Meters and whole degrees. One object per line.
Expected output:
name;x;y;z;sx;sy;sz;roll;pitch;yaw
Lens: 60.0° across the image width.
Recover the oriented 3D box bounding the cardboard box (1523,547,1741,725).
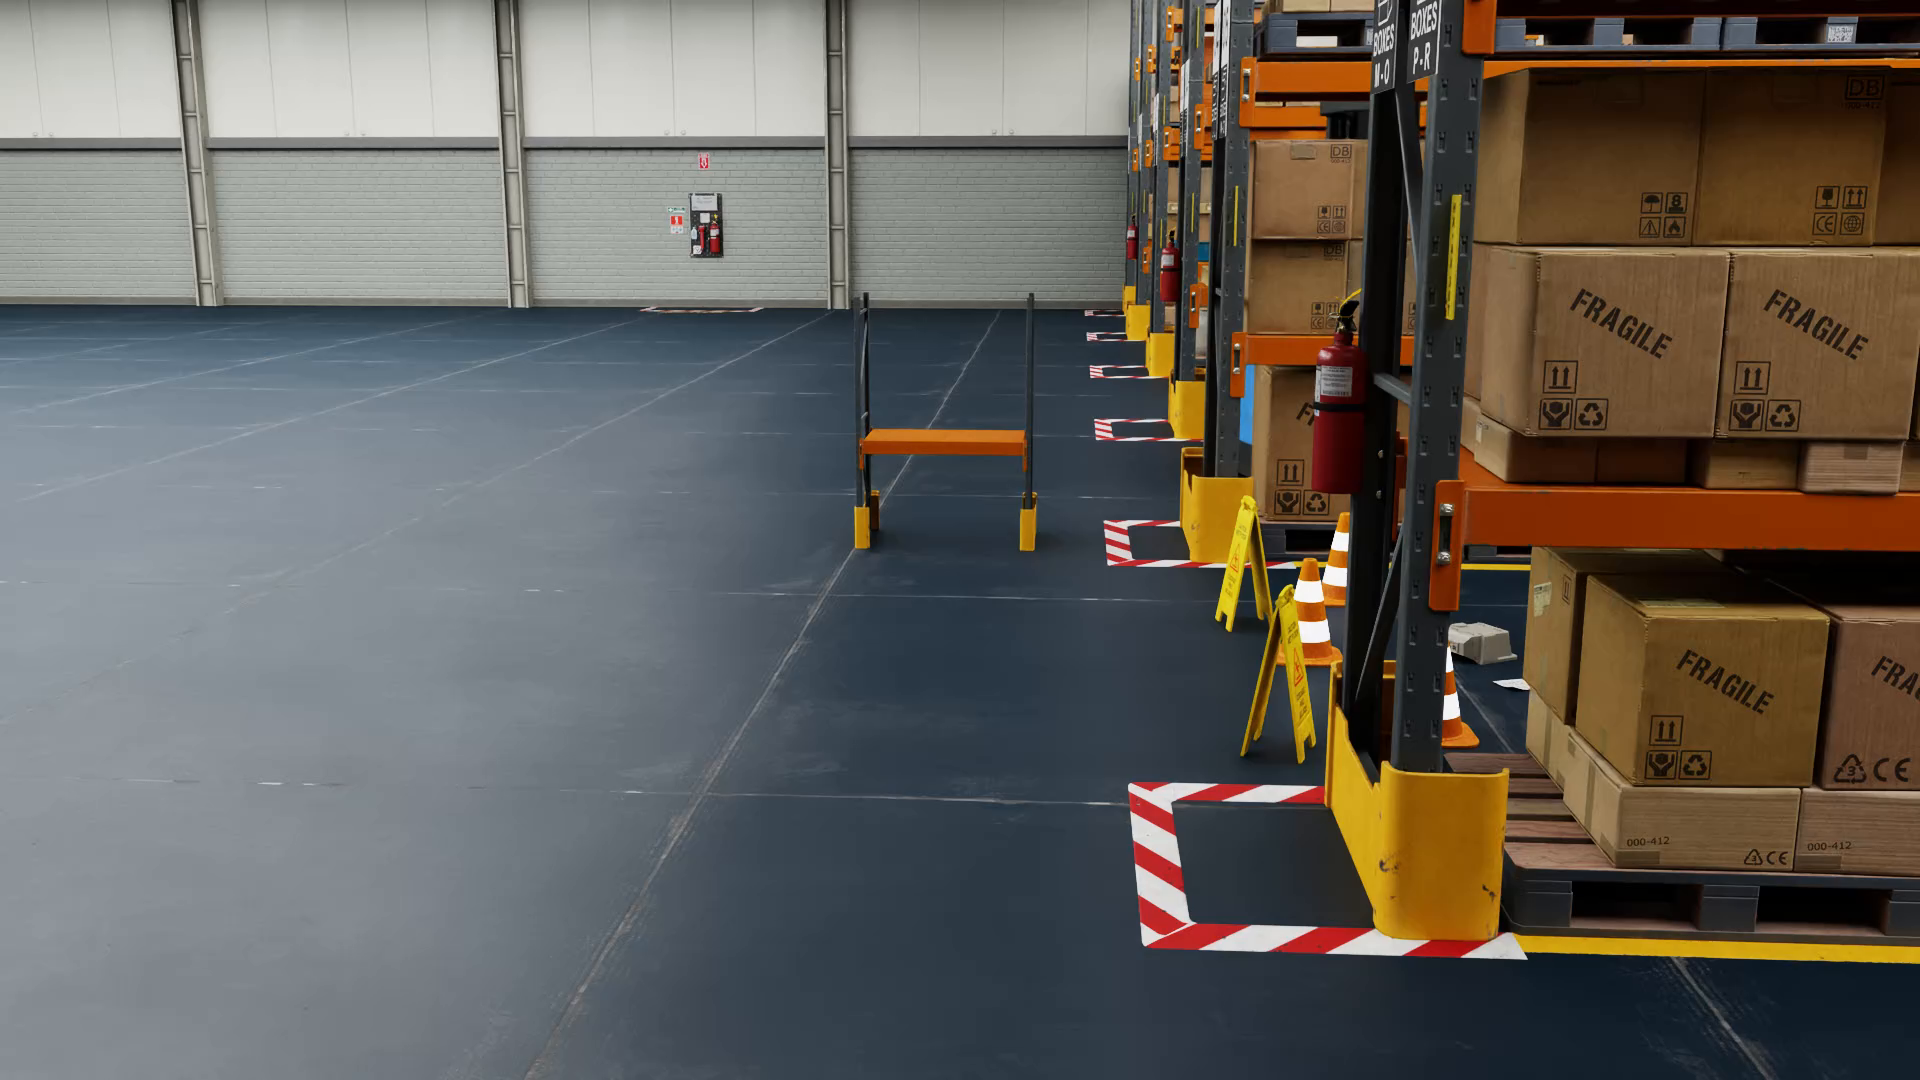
cardboard box;2.163;0.292;5.405;0.500;0.500;0.500;1;12;4

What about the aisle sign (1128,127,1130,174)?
aisle sign;2.910;-6.711;28.677;0.004;0.787;0.394;1;12;4

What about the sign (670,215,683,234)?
sign;-5.237;-5.836;30.755;0.234;0.329;0.001;1;12;4

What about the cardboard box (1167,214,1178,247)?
cardboard box;3.139;-4.527;24.340;0.500;0.500;0.700;1;12;4

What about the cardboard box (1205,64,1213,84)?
cardboard box;2.306;-4.113;14.673;0.250;0.149;0.380;1;12;4

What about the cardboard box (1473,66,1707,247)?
cardboard box;1.871;-1.161;5.077;0.500;0.500;0.700;0;12;2

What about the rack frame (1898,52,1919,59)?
rack frame;5.567;-1.397;9.620;0.127;3.000;1.000;1;12;4

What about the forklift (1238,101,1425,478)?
forklift;3.516;-1.950;12.434;3.031;2.935;1.130;-2;12;-10

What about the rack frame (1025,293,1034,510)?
rack frame;0.422;-0.728;10.087;0.032;1.500;0.500;1;12;4

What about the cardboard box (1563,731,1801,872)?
cardboard box;2.133;0.769;4.956;0.500;0.250;0.500;1;12;3

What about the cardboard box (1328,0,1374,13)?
cardboard box;2.151;-2.978;9.195;0.250;0.149;0.380;1;12;4

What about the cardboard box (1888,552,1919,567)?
cardboard box;3.047;-0.026;5.341;0.250;0.149;0.380;1;12;6

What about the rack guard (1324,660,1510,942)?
rack guard;1.422;0.786;5.292;0.348;0.500;1.175;1;12;4

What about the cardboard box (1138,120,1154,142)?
cardboard box;3.318;-6.971;28.646;0.500;0.500;0.500;1;12;5

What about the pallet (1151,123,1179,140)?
pallet;3.378;-5.897;24.024;1.213;0.211;1.003;1;12;4

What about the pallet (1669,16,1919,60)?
pallet;4.752;-2.835;9.386;1.213;0.211;1.003;1;12;4

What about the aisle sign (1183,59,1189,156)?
aisle sign;1.927;-3.676;14.164;0.004;0.787;0.394;1;12;4

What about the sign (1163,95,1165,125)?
sign;2.298;-4.836;18.711;0.005;0.325;0.100;1;12;4

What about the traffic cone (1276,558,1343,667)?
traffic cone;1.596;0.314;7.638;0.334;0.463;0.336;1;12;4

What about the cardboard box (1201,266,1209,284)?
cardboard box;2.307;-2.379;14.928;0.250;0.149;0.380;1;12;4

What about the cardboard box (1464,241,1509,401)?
cardboard box;1.906;-0.682;5.234;0.500;0.500;0.500;1;12;3

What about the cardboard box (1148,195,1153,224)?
cardboard box;3.458;-5.735;28.843;0.500;0.500;0.500;1;12;4

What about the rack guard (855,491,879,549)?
rack guard;-0.573;-0.130;10.280;0.087;0.250;0.587;1;12;4

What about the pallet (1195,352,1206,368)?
pallet;3.229;-2.107;19.824;1.213;0.211;1.003;1;12;4

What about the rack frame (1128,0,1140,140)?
rack frame;3.001;-8.436;28.617;0.127;3.000;1.000;1;12;4

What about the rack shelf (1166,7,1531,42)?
rack shelf;4.335;-5.837;18.926;4.000;0.370;1.077;1;12;4

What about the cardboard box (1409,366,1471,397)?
cardboard box;3.135;-0.610;10.021;0.875;0.875;0.875;1;12;3

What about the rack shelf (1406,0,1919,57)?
rack shelf;3.342;-1.528;4.676;4.000;0.370;1.077;1;12;4

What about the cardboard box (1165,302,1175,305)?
cardboard box;3.229;-3.767;24.811;0.500;0.500;0.500;1;12;4

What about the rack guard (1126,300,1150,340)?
rack guard;2.650;-3.264;24.651;0.348;0.500;1.175;1;12;4

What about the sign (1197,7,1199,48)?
sign;1.972;-4.249;13.793;0.005;0.325;0.100;1;12;4

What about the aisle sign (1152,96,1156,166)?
aisle sign;2.287;-4.809;19.585;0.004;0.787;0.394;1;12;4

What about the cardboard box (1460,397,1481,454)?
cardboard box;1.734;-0.355;5.251;0.250;0.149;0.380;1;12;6

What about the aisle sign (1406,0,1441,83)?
aisle sign;1.264;-1.649;4.476;0.004;0.787;0.394;1;12;4

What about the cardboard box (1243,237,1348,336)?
cardboard box;1.949;-1.529;9.886;0.550;0.550;0.875;1;12;4

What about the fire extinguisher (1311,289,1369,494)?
fire extinguisher;1.263;-0.497;5.506;0.183;0.674;0.296;1;12;4

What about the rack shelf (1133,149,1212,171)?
rack shelf;4.997;-6.588;28.867;4.000;0.370;1.077;1;12;4

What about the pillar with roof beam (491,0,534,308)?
pillar with roof beam;-8.503;-7.888;25.997;0.400;9.000;9.100;1;12;4

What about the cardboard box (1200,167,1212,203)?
cardboard box;3.717;-5.155;24.175;0.500;0.500;0.700;0;12;2

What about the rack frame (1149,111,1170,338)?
rack frame;2.339;-3.475;19.556;0.127;3.000;1.000;1;12;4

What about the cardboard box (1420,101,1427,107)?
cardboard box;4.001;-3.779;14.050;0.500;0.250;0.500;1;12;5

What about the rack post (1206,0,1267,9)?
rack post;3.085;-6.131;18.819;0.954;0.300;0.937;2;12;10

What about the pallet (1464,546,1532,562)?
pallet;3.593;-0.075;10.109;1.213;0.211;1.003;1;12;4

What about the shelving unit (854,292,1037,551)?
shelving unit;-0.076;-0.735;10.119;1.083;1.500;0.587;1;12;4

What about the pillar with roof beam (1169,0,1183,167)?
pillar with roof beam;3.470;-7.723;25.212;0.400;9.000;9.100;1;12;4

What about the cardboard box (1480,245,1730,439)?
cardboard box;1.800;-0.570;4.698;0.500;0.500;0.500;1;12;3

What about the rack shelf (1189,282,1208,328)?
rack shelf;4.004;-2.084;14.662;4.000;0.370;1.077;1;12;4

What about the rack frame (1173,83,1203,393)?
rack frame;2.008;-2.464;14.719;0.127;3.000;1.000;1;12;4

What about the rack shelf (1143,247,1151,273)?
rack shelf;4.670;-4.108;24.336;4.000;0.370;1.077;1;12;4

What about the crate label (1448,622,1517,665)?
crate label;2.385;0.471;7.681;0.298;0.136;0.250;-6;13;-26

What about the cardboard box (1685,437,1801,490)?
cardboard box;2.183;-0.248;4.743;0.250;0.149;0.380;0;12;2
